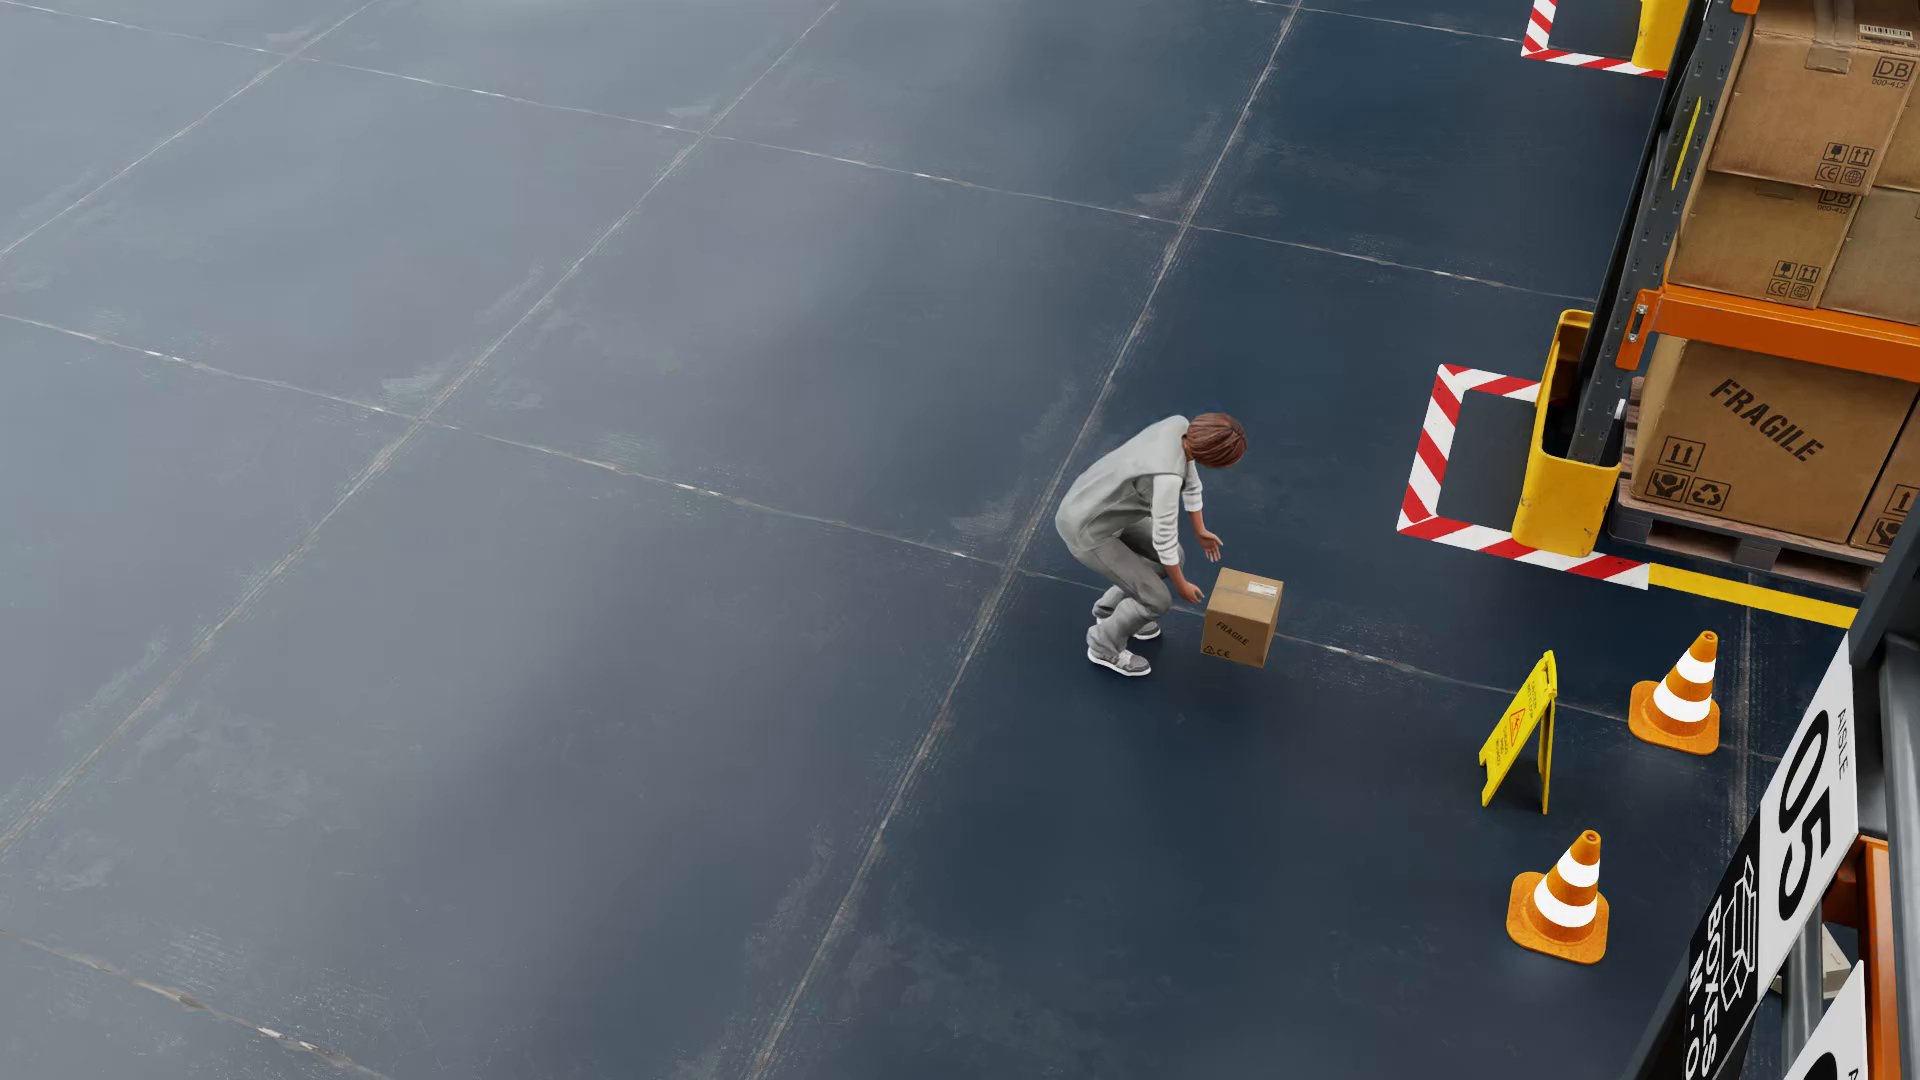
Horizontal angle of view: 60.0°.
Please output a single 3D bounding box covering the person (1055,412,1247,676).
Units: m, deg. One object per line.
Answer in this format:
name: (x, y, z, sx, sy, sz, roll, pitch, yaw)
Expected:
person: (0.719, -0.027, 6.475, 0.685, 1.230, 0.463, 14, 44, 15)
